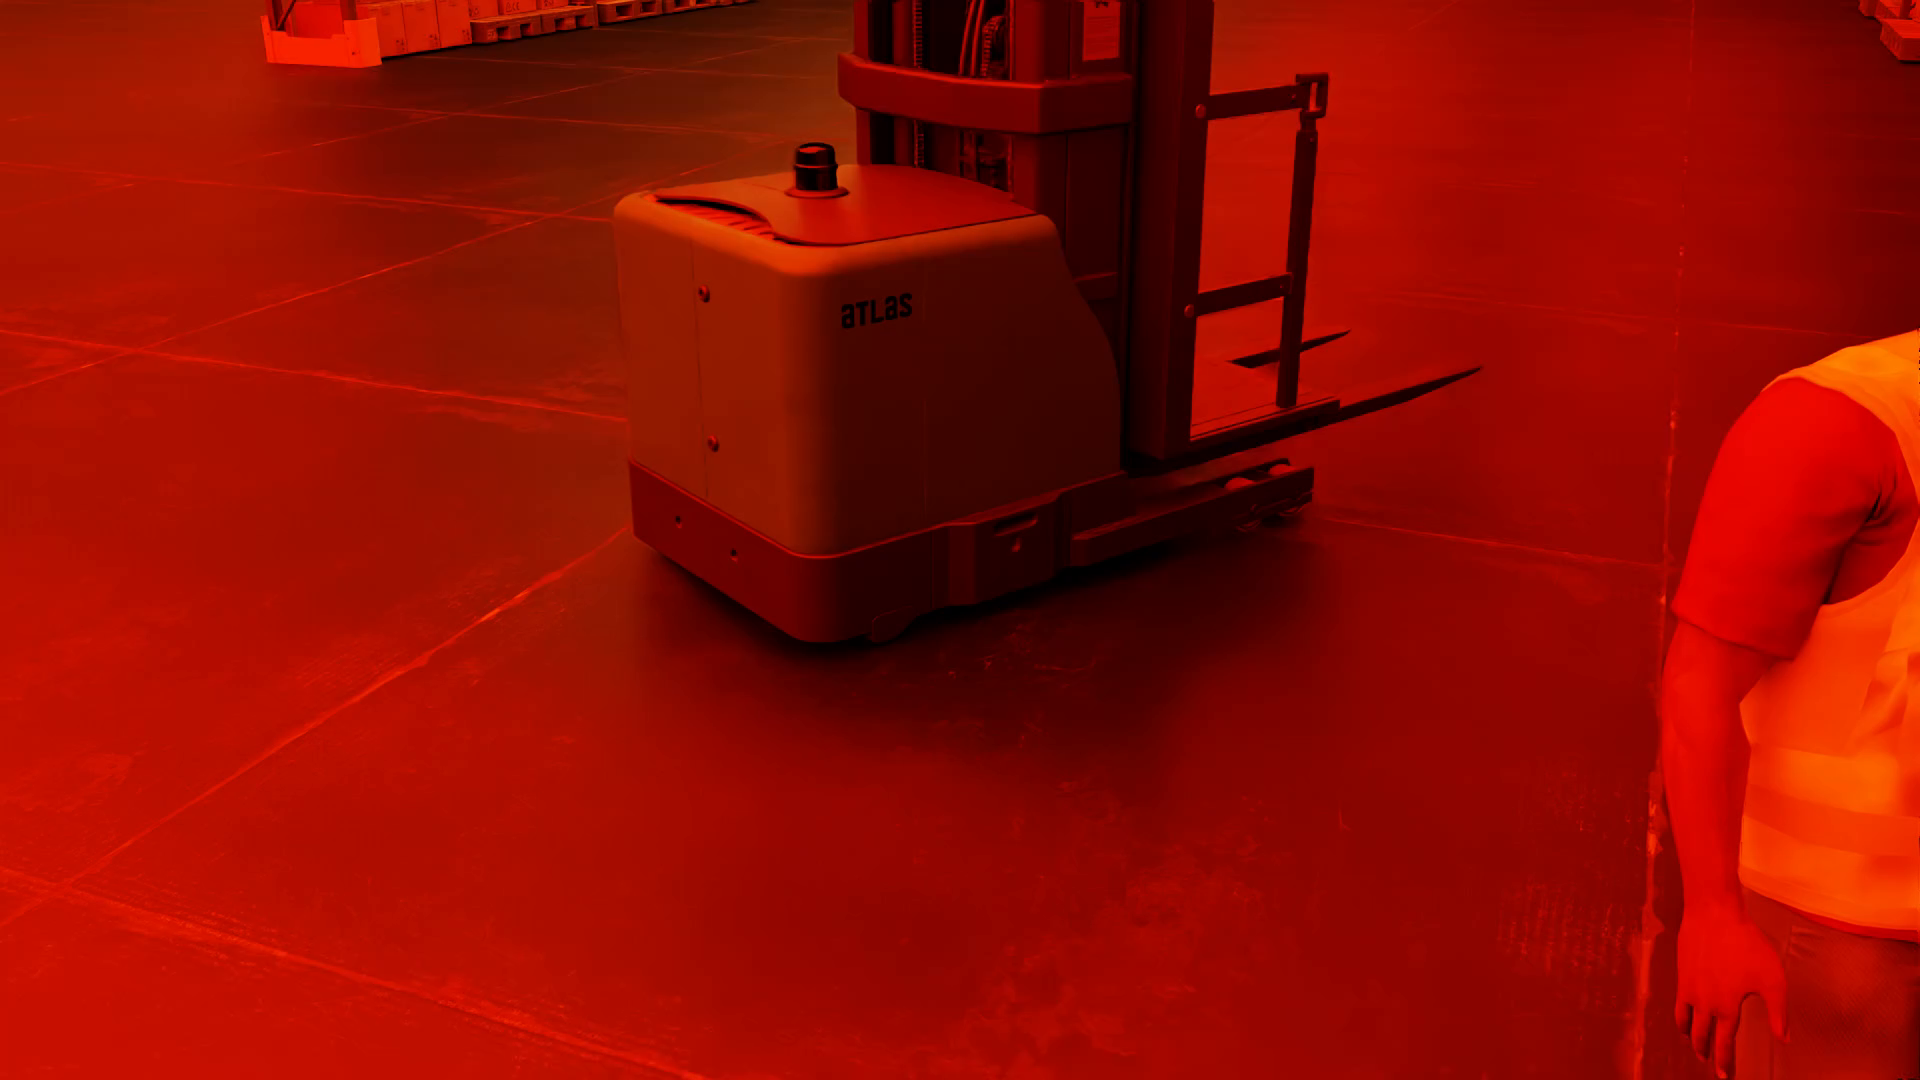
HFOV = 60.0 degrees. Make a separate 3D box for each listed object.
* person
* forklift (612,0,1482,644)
[{"bbox_3d":[1.086,0.409,1.845,0.660,1.780,0.497,-7,24,-16],"label":"person"},{"bbox_3d":[0.497,-1.522,4.934,3.031,2.935,1.130,-17,28,-35],"label":"forklift"}]
